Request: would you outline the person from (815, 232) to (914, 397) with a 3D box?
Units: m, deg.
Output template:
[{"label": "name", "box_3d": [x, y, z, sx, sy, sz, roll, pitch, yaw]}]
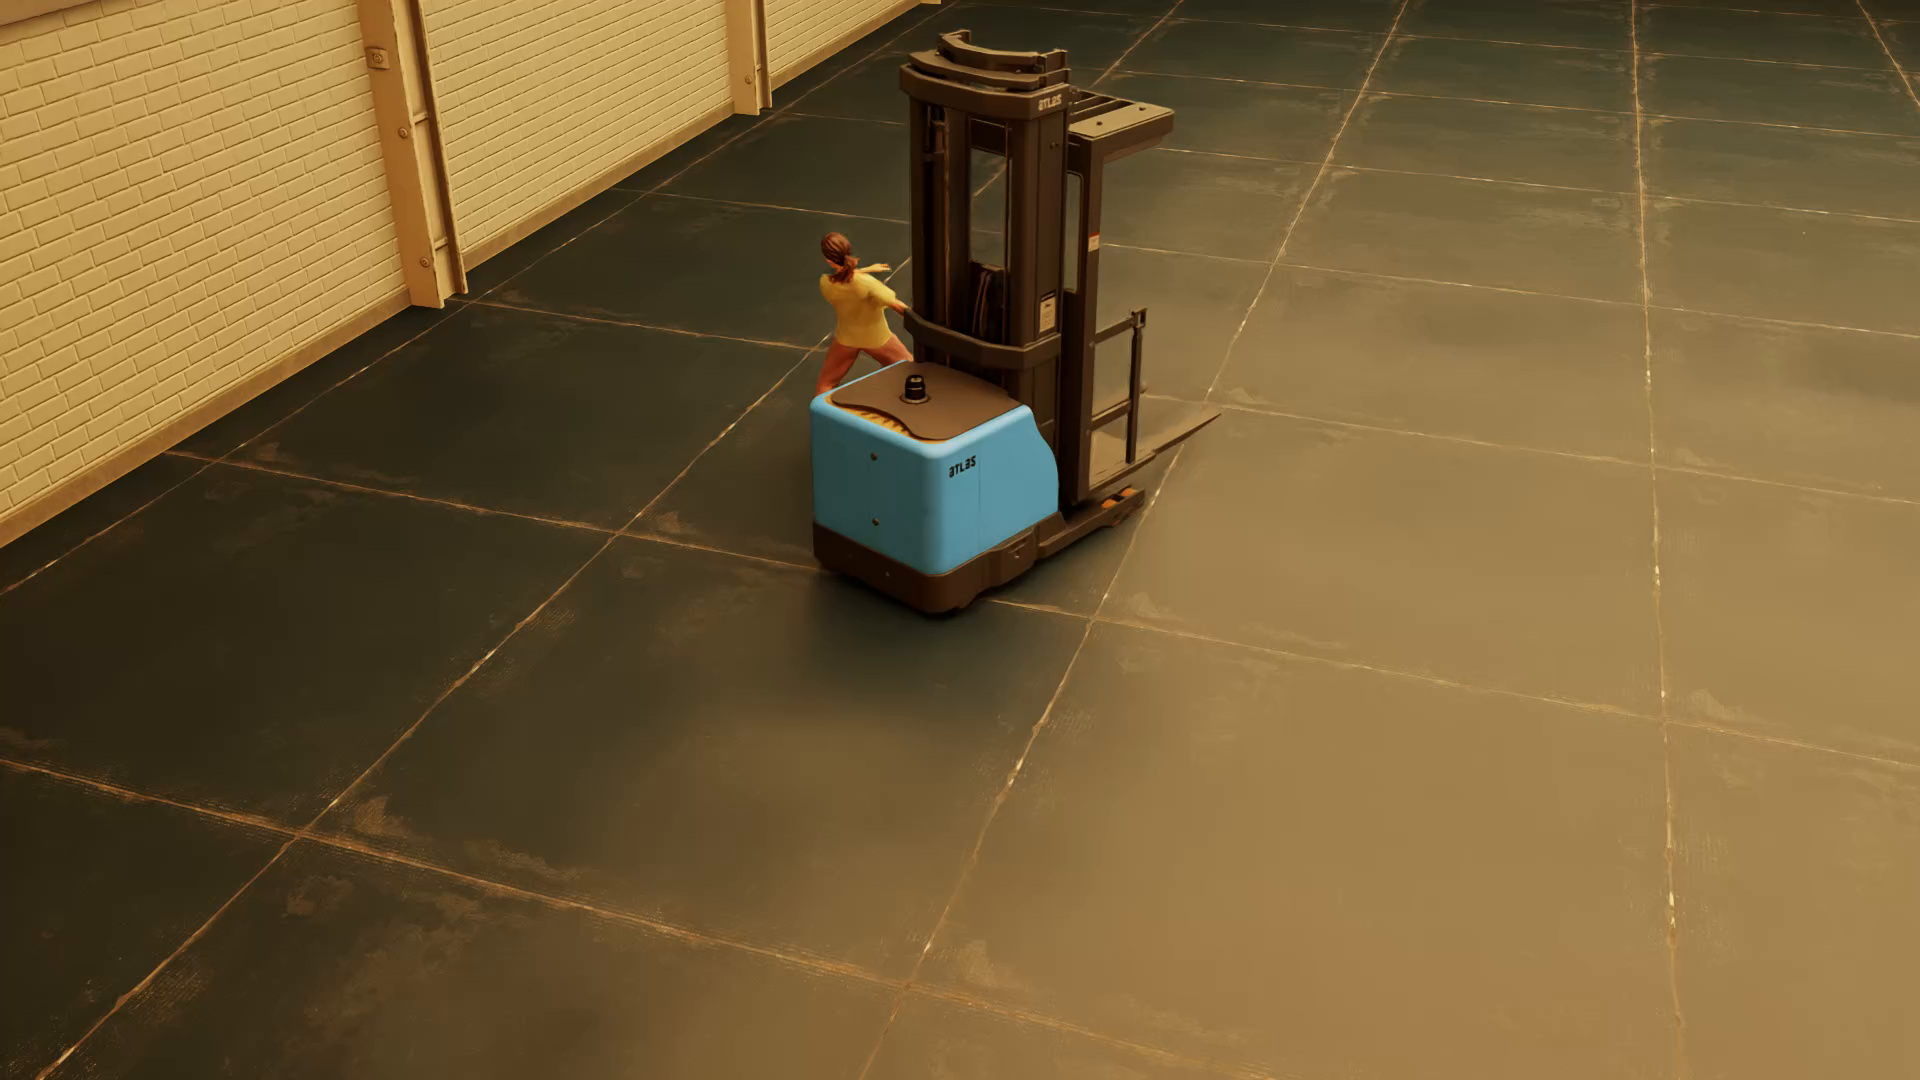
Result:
[{"label": "person", "box_3d": [-0.574, -1.315, 10.845, 0.778, 1.519, 0.817, 3, 30, 5]}]

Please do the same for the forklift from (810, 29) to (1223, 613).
[{"label": "forklift", "box_3d": [0.504, -1.510, 9.785, 1.130, 2.935, 3.031, 24, 38, 36]}]
